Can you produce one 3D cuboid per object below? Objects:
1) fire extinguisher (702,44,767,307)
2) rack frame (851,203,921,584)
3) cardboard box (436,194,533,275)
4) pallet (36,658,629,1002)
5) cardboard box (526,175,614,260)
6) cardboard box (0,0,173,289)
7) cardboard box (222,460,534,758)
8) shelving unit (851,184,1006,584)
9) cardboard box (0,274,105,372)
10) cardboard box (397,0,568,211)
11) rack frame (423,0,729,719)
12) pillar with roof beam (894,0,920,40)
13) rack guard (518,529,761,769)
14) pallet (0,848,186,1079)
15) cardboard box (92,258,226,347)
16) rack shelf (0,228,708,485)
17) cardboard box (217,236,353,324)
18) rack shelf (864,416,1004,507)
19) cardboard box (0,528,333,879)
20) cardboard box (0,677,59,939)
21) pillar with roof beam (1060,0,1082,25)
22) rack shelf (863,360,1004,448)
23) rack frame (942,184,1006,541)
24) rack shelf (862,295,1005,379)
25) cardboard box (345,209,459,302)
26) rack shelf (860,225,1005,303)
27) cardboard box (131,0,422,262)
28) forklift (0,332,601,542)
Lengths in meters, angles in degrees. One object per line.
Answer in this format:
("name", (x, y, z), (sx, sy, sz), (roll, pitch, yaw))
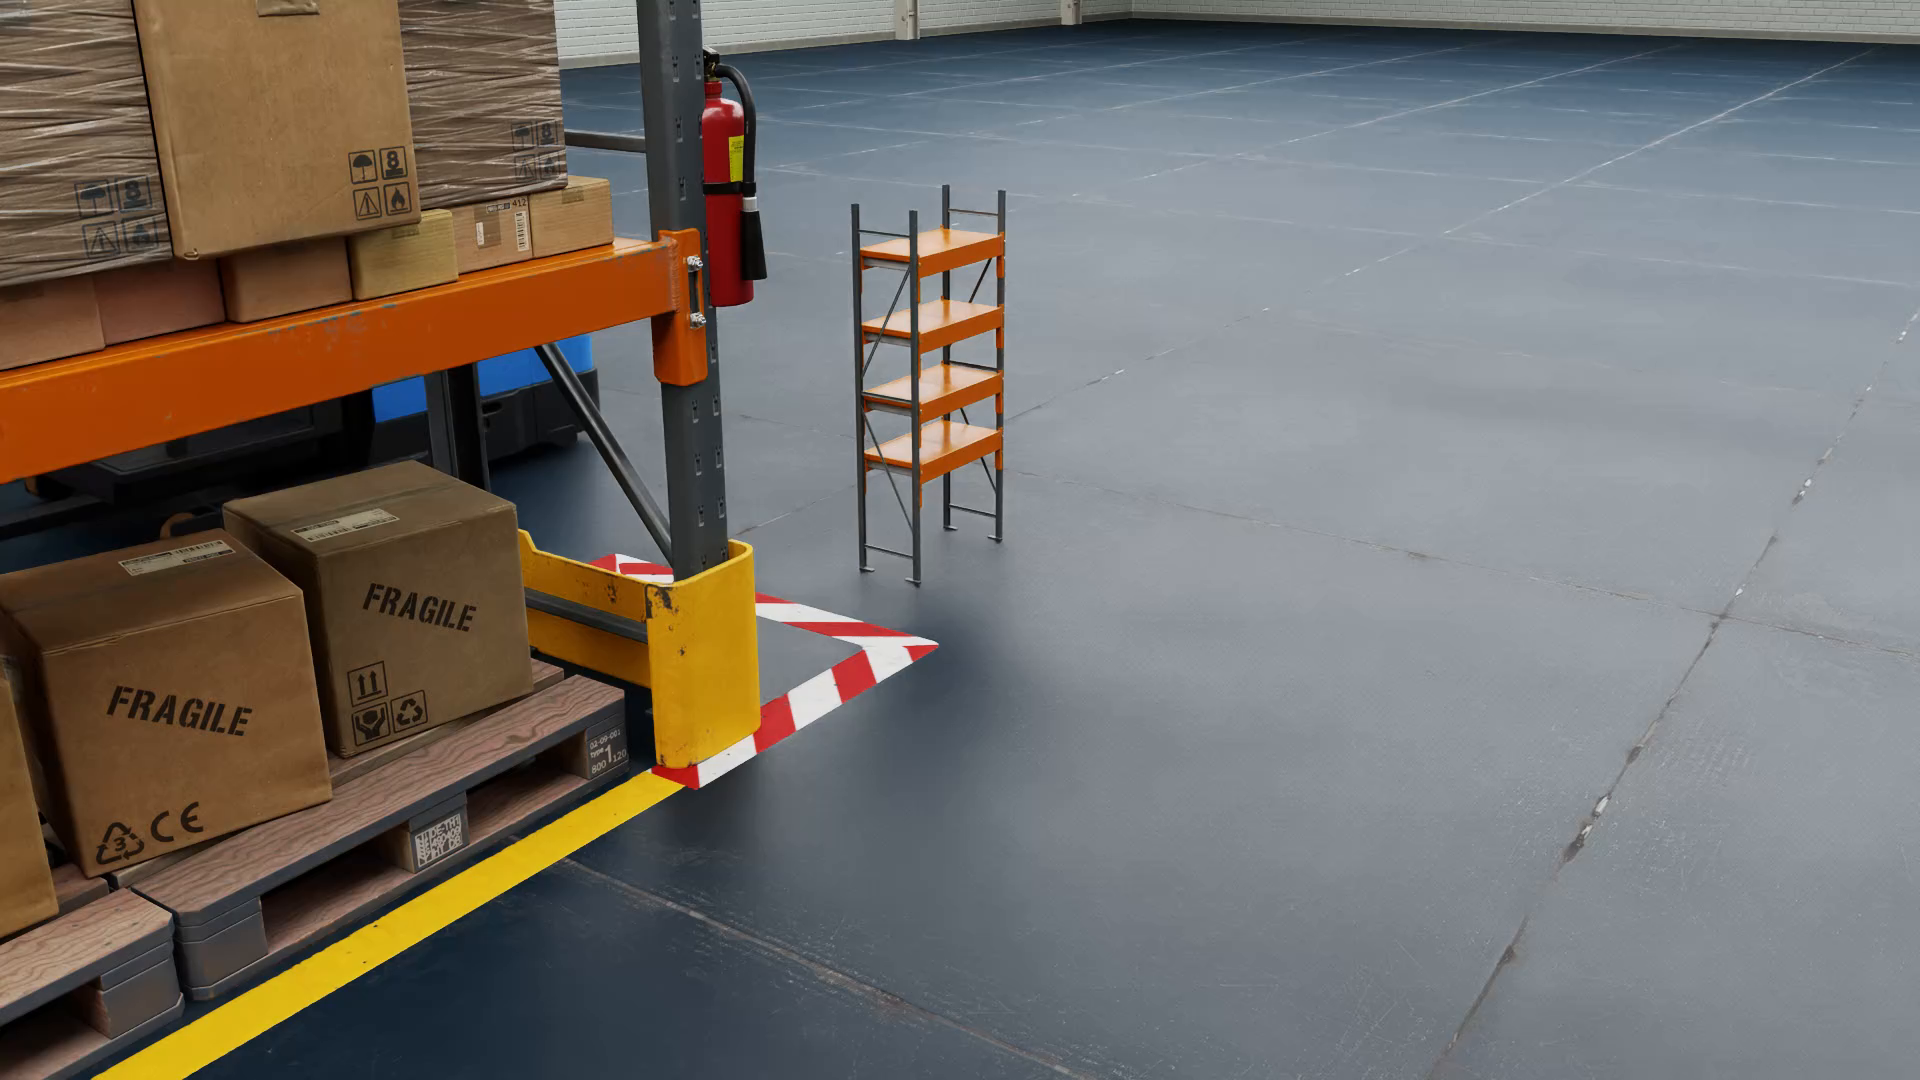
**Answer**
("fire extinguisher", (-0.597, -0.911, 4.017), (0.296, 0.674, 0.183), (13, 24, 32))
("rack frame", (-0.230, -0.445, 5.239), (0.240, 1.200, 0.015), (13, 24, 32))
("cardboard box", (-1.173, -0.693, 3.678), (0.380, 0.149, 0.250), (13, 24, 32))
("pallet", (-1.571, 0.551, 3.971), (1.003, 0.211, 1.213), (13, 24, 32))
("cardboard box", (-1.032, -0.765, 3.871), (0.380, 0.149, 0.250), (13, 24, 32))
("cardboard box", (-1.873, -0.737, 2.860), (0.875, 0.500, 0.500), (13, 24, 32))
("cardboard box", (-1.407, 0.147, 4.043), (0.500, 0.500, 0.500), (19, 28, 42))
("shelving unit", (-0.093, -0.515, 5.428), (0.258, 1.200, 0.503), (13, 24, 32))
("cardboard box", (-1.721, -0.403, 2.893), (0.380, 0.149, 0.250), (13, 24, 32))
("cardboard box", (-1.374, -1.039, 3.676), (0.875, 0.500, 0.500), (13, 24, 32))
("rack frame", (-1.042, -1.005, 4.158), (1.000, 3.000, 0.127), (13, 24, 32))
("pillar with roof beam", (2.569, -12.741, 27.237), (9.100, 9.000, 0.400), (13, 24, 32))
("rack guard", (-1.085, 0.189, 4.532), (1.175, 0.500, 0.348), (13, 24, 32))
("pallet", (-2.257, 0.900, 3.028), (1.003, 0.211, 1.213), (13, 24, 32))
("cardboard box", (-1.599, -0.479, 3.099), (0.380, 0.149, 0.250), (13, 24, 32))
("rack shelf", (-2.167, -0.094, 2.731), (1.077, 0.370, 4.000), (13, 24, 32))
("cardboard box", (-1.424, -0.543, 3.271), (0.380, 0.149, 0.250), (13, 24, 32))
("rack shelf", (-0.093, -0.266, 5.521), (0.258, 0.148, 0.480), (13, 24, 32))
("cardboard box", (-1.715, 0.325, 3.561), (0.500, 0.500, 0.500), (-17, 26, -38))
("cardboard box", (-2.083, 0.501, 3.085), (0.500, 0.500, 0.500), (16, 26, 37))
("pillar with roof beam", (5.942, -14.462, 31.891), (9.100, 9.000, 0.400), (13, 24, 32))
("rack shelf", (-0.093, -0.452, 5.452), (0.258, 0.148, 0.480), (13, 24, 32))
("rack frame", (0.044, -0.585, 5.618), (0.240, 1.200, 0.015), (13, 24, 32))
("rack shelf", (-0.093, -0.662, 5.374), (0.258, 0.148, 0.480), (13, 24, 32))
("cardboard box", (-1.271, -0.612, 3.457), (0.380, 0.149, 0.250), (13, 24, 32))
("rack shelf", (-0.093, -0.884, 5.292), (0.258, 0.148, 0.480), (13, 24, 32))
("cardboard box", (-1.556, -0.872, 3.225), (0.875, 0.500, 0.500), (13, 24, 32))
("forklift", (-2.793, -1.493, 5.576), (1.130, 2.935, 3.031), (16, 25, 36))
